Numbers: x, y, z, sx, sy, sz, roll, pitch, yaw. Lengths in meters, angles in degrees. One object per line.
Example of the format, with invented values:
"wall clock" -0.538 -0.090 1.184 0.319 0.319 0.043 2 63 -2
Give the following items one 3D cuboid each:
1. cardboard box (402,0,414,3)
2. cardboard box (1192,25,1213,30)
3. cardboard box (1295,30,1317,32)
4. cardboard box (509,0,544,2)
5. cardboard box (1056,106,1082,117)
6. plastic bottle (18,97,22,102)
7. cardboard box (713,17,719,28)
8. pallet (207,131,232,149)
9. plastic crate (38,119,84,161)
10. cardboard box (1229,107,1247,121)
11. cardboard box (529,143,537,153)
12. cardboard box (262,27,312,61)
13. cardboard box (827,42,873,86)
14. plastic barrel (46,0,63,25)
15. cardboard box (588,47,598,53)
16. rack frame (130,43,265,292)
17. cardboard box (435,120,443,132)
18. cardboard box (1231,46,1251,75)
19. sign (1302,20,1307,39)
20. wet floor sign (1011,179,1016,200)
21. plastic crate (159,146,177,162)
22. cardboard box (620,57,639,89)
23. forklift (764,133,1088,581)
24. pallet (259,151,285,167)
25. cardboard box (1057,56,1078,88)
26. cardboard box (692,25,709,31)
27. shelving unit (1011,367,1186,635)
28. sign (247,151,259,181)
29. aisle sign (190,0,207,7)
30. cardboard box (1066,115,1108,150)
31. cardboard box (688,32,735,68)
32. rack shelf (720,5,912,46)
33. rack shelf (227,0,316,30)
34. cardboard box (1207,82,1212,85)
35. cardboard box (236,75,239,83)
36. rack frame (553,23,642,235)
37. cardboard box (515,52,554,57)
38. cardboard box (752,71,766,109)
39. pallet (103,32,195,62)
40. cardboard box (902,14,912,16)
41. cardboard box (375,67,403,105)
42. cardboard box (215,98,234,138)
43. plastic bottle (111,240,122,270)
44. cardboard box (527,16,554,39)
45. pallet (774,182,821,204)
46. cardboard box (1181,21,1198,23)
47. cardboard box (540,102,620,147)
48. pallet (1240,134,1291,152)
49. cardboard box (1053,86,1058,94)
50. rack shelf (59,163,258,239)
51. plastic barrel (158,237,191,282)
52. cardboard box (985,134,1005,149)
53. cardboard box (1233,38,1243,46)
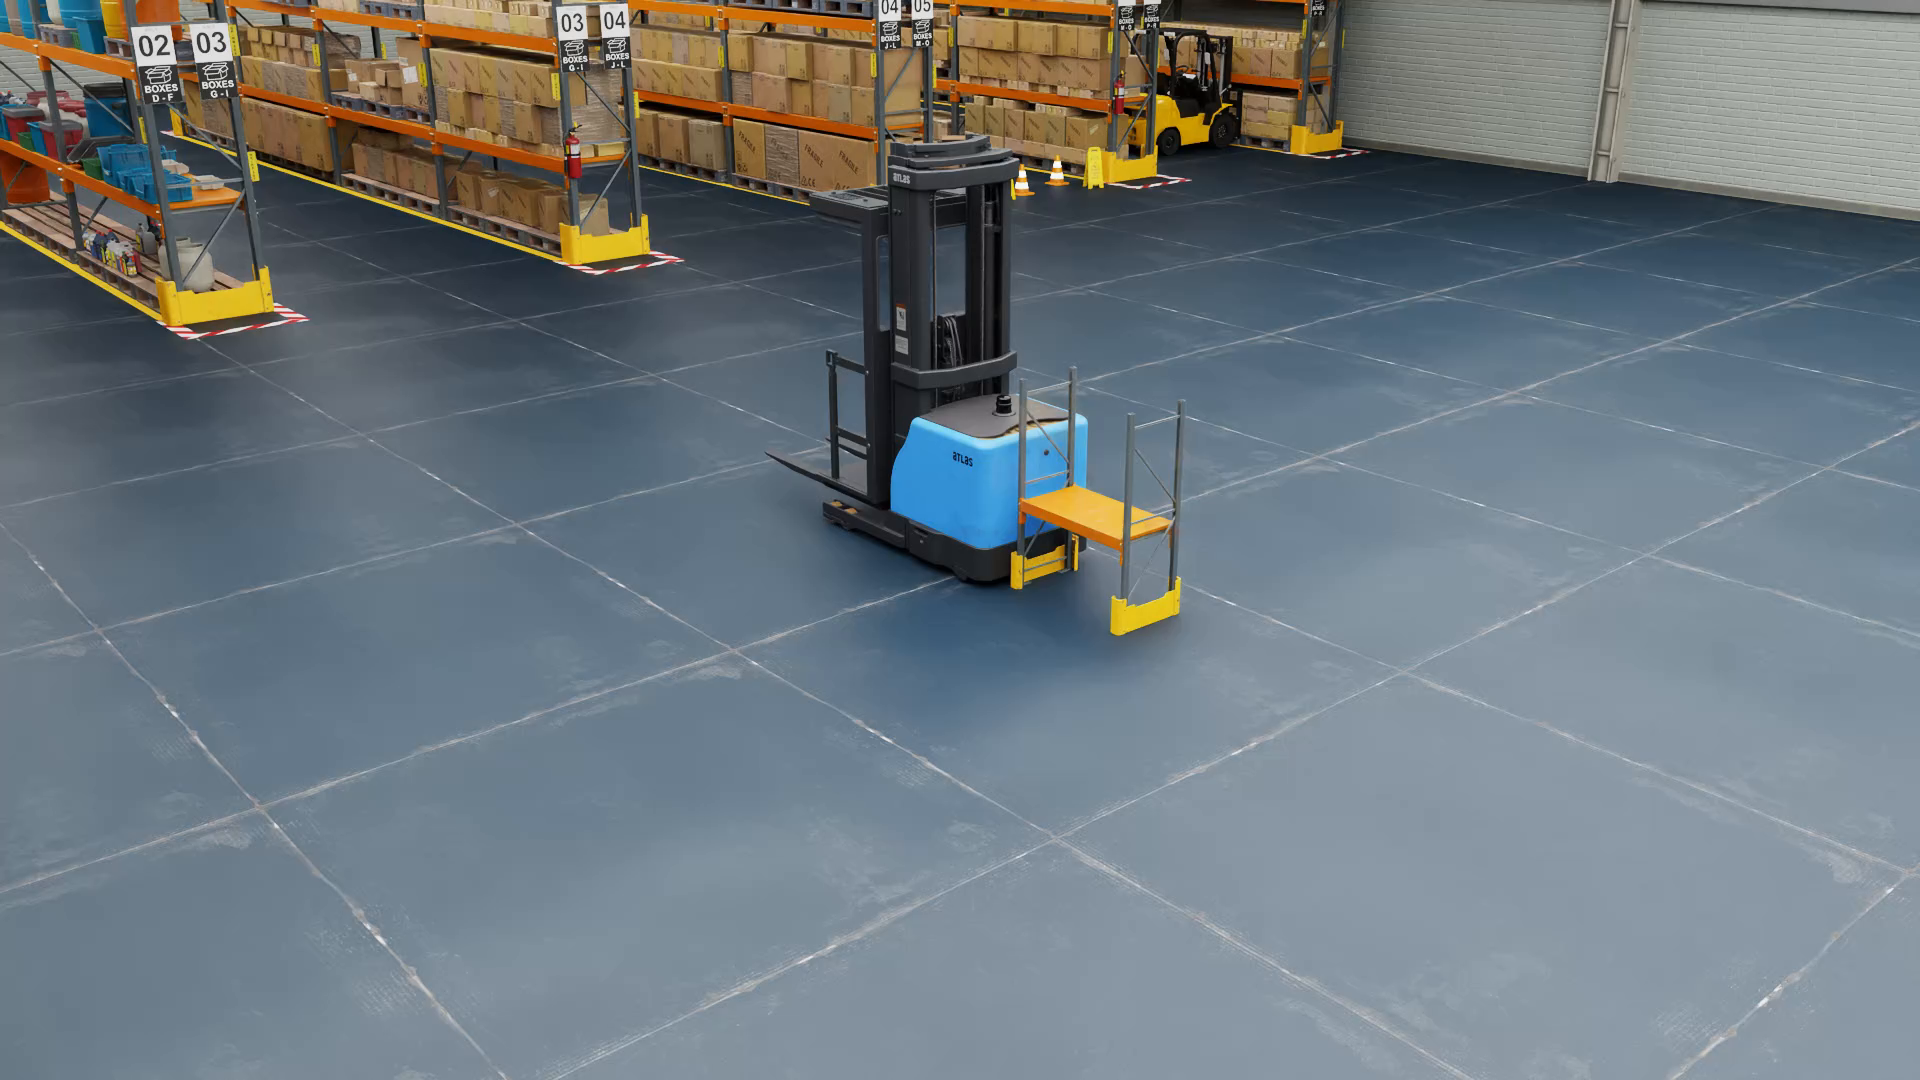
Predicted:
"cardboard box" -7.940 -8.001 24.293 0.396 0.266 0.258 -16 27 -36
"cardboard box" 4.691 -9.825 32.022 0.380 0.149 0.250 -18 28 -38
"cardboard box" 6.442 -9.391 30.913 0.380 0.149 0.250 -16 27 -36
"cardboard box" -5.649 -6.956 21.677 0.380 0.149 0.250 -17 27 -37
"cardboard box" 1.857 -7.300 28.286 0.380 0.149 0.250 -16 27 -36
"plastic bottle" -14.371 -6.633 25.467 0.061 0.283 0.133 -17 27 -37
"cardboard box" -4.896 -11.127 35.271 0.500 0.500 0.500 -17 27 -37
"pallet" -13.710 -7.713 31.887 1.003 0.211 1.213 -17 27 -37
"plastic crate" -11.551 -5.147 21.424 0.402 0.464 0.583 -17 27 -37
"cardboard box" 5.399 -8.159 31.710 0.500 0.250 0.500 -18 28 -39
"cardboard box" -5.498 -5.241 22.098 0.380 0.149 0.250 -17 27 -37
"cardboard box" -11.610 -8.592 28.796 0.797 0.503 0.637 -17 27 -37
"cardboard box" -1.458 -7.097 24.805 0.875 0.550 0.550 -17 27 -37
"plastic barrel" -10.870 -6.535 20.213 0.421 0.512 0.421 0 21 0
"cardboard box" -6.705 -8.875 29.983 0.380 0.149 0.250 -19 28 -39
"rack frame" -8.392 -3.951 18.458 1.000 3.000 0.127 -17 27 -37
"cardboard box" -7.338 -5.987 24.002 0.380 0.149 0.250 -17 27 -37
"cardboard box" 5.439 -9.079 31.414 0.500 0.500 0.500 -18 28 -38
"sign" 6.206 -9.196 29.937 0.100 0.325 0.005 -17 27 -37
"wet floor sign" 0.703 -5.650 26.024 0.232 0.644 0.267 17 27 36
"plastic crate" -10.075 -4.746 20.691 0.499 0.251 0.616 -17 27 -37
"cardboard box" -5.615 -8.212 29.199 0.500 0.500 0.500 -18 28 -38
"forklift" -0.400 -1.542 12.403 1.130 2.935 3.031 -17 27 -36
"pallet" -11.912 -6.952 29.944 1.003 0.211 1.213 -17 27 -37
"cardboard box" 1.982 -7.898 27.991 0.500 0.500 0.500 -17 27 -37
"cardboard box" -5.461 -10.918 36.110 0.500 0.500 0.500 -17 27 -37
"shelving unit" 0.917 -0.290 11.167 0.587 1.500 1.083 -17 27 -36
"sign" -7.972 -4.210 18.739 0.100 0.325 0.005 -17 27 -37
"aisle sign" -14.903 -10.852 32.514 0.394 0.787 0.004 -17 27 -37
"cardboard box" 2.148 -6.913 28.187 0.500 0.500 0.500 -17 27 -37
"cardboard box" -4.093 -8.177 27.741 0.700 0.500 0.500 -18 28 -38
"rack shelf" -2.121 -7.897 25.407 1.077 0.370 4.000 -17 27 -37
"rack shelf" -11.167 -8.955 28.107 1.077 0.370 4.000 -17 27 -37
"cardboard box" 4.825 -8.931 32.998 0.500 0.250 0.500 -18 28 -38
"cardboard box" -12.920 -8.335 29.995 0.380 0.149 0.250 -17 27 -37
"rack frame" -4.639 -5.130 21.469 1.000 3.000 0.127 -17 27 -37
"cardboard box" -5.772 -6.412 22.825 0.500 0.500 0.500 -17 27 -37
"cardboard box" -2.801 -7.212 26.579 0.875 0.550 0.550 -17 27 -37
"pallet" -8.858 -5.512 18.589 1.003 0.211 1.213 -17 27 -37
"cardboard box" -1.072 -9.997 31.885 0.380 0.149 0.250 -19 28 -40
"cardboard box" -8.452 -6.936 25.362 0.797 0.503 0.637 -14 26 -32
"cardboard box" -13.430 -8.102 31.393 0.875 0.875 0.875 -17 27 -37
"plastic bottle" -10.268 -3.485 20.297 0.144 0.351 0.185 -16 27 -35
"cardboard box" -5.147 -6.530 21.135 0.500 0.250 0.500 -17 27 -36
"pallet" -2.189 -5.524 26.297 1.003 0.211 1.213 -17 27 -37
"cardboard box" 4.585 -10.169 32.898 0.380 0.149 0.250 -18 28 -39
"cardboard box" -4.978 -5.474 21.801 0.875 0.500 0.500 -17 27 -37
"pallet" 6.095 -7.575 31.534 1.003 0.211 1.213 -17 27 -37
"cardboard box" 1.810 -7.712 28.406 0.380 0.149 0.250 -17 27 -37
"rack shelf" -9.697 -4.169 20.000 1.077 0.370 4.000 -17 27 -37
"plastic barrel" -9.206 -3.290 19.607 0.421 0.512 0.421 0 21 0
"cardboard box" 0.795 -7.137 29.788 0.500 0.250 0.500 -16 26 -34
"cardboard box" 5.332 -9.398 31.339 0.380 0.149 0.250 -17 27 -37
